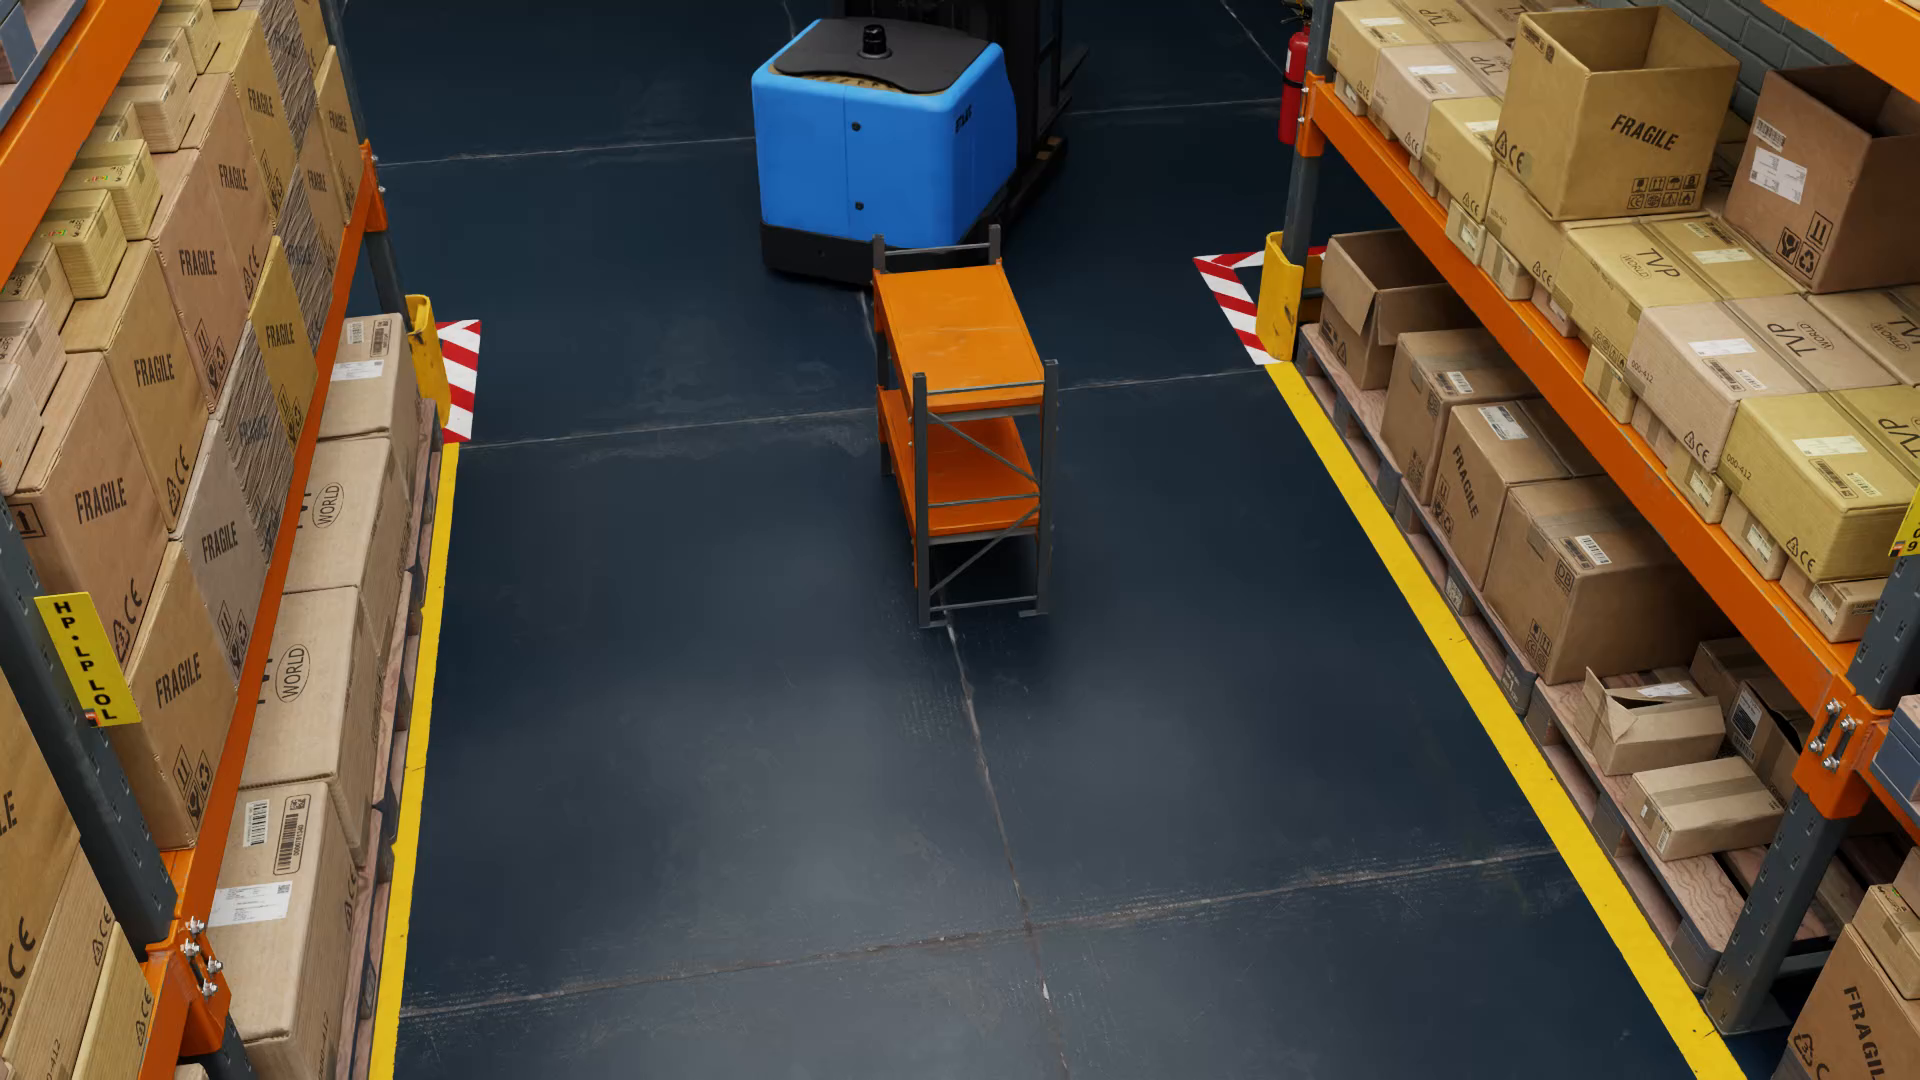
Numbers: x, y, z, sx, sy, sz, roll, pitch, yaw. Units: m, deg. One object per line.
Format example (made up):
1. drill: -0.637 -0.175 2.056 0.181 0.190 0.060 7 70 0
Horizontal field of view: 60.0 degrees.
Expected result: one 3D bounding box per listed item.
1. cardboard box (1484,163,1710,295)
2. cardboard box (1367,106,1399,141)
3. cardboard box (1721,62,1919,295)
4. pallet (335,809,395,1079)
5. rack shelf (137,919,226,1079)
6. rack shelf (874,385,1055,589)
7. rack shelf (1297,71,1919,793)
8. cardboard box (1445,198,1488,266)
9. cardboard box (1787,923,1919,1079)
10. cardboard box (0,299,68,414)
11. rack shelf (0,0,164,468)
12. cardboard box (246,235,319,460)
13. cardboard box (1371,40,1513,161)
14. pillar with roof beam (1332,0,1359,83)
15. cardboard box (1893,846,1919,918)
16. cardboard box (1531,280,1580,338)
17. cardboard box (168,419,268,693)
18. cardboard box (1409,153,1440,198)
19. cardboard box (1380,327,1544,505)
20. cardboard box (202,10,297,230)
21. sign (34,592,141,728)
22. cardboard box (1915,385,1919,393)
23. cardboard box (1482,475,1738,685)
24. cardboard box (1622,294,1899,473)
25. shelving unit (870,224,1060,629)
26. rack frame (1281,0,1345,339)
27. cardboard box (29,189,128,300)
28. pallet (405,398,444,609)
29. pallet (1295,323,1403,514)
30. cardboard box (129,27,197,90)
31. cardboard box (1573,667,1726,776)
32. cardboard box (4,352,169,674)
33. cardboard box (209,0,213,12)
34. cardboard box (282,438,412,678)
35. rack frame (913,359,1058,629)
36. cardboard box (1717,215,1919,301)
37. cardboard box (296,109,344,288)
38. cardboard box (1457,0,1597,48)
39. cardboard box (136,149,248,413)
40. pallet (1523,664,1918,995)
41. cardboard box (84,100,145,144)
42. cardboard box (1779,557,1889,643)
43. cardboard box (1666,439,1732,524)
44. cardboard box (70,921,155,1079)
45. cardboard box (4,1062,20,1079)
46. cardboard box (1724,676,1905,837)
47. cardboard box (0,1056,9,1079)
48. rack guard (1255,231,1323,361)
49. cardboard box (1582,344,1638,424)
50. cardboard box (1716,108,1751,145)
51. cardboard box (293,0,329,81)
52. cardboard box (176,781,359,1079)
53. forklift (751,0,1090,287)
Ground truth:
1. cardboard box: 2.116 -1.071 5.563 0.500 0.250 0.500 -7 38 -9
2. cardboard box: 1.888 -1.757 6.771 0.380 0.149 0.250 -5 38 -7
3. cardboard box: 2.712 -1.099 4.988 0.500 0.500 0.500 -7 38 -9
4. pallet: -2.231 1.353 4.836 1.003 0.211 1.213 -6 38 -8
5. rack shelf: -1.824 2.212 2.044 1.077 0.370 4.000 -6 38 -8
6. rack shelf: -0.001 -0.255 6.560 0.538 0.278 1.000 -6 38 -8
7. rack shelf: 2.361 -0.740 5.844 1.077 0.370 4.000 -6 38 -8
8. cardboard box: 1.975 -1.122 5.954 0.380 0.149 0.250 -7 38 -9
9. cardboard box: 2.575 1.321 4.300 0.500 0.500 0.500 -5 38 -6
10. cardboard box: -2.035 -0.342 3.321 0.380 0.149 0.250 -6 38 -7
11. rack shelf: -2.525 -1.389 4.234 1.077 0.370 4.000 -6 38 -8
12. cardboard box: -2.254 -0.548 4.929 0.500 0.500 0.500 -5 38 -7
13. cardboard box: 1.913 -1.683 6.351 0.500 0.250 0.500 -6 38 -7
14. pillar with roof beam: -1.813 -5.864 6.963 9.100 9.000 0.400 -6 38 -8
15. cardboard box: 2.572 0.870 4.109 0.380 0.149 0.250 -7 38 -9
16. cardboard box: 2.154 -0.817 5.561 0.380 0.149 0.250 -6 38 -8
17. cardboard box: -2.083 0.064 4.141 0.500 0.500 0.500 -6 38 -8
18. cardboard box: 1.952 -1.442 6.366 0.380 0.149 0.250 -5 38 -7
19. cardboard box: 2.136 -0.511 6.658 0.700 0.500 0.500 -5 38 -6
20. cardboard box: -2.353 -1.253 5.022 0.500 0.500 0.500 -6 38 -8
21. sign: -1.642 0.229 3.130 0.100 0.325 0.005 -6 38 -8
22. cardboard box: 2.891 -0.203 4.446 0.500 0.250 0.500 -7 38 -8
23. cardboard box: 2.318 0.116 5.851 0.700 0.500 0.500 -8 38 -10
24. cardboard box: 2.280 -0.457 4.773 0.500 0.250 0.500 -6 38 -8
25. shelving unit: -0.001 -0.448 6.410 0.538 1.125 1.048 -6 38 -8
26. rack frame: 2.010 -2.232 7.179 1.000 3.000 0.127 -6 38 -8
27. cardboard box: -2.105 -0.649 3.715 0.380 0.149 0.250 -6 38 -8
28. pallet: -2.659 -0.121 6.733 1.003 0.211 1.213 -6 38 -8
29. pallet: 2.164 -0.604 7.355 1.003 0.211 1.213 -6 38 -8
30. cardboard box: -2.311 -1.266 4.510 0.380 0.149 0.250 -5 38 -6
31. cardboard box: 2.262 0.577 5.449 0.396 0.266 0.258 -5 38 -6
32. cardboard box: -2.020 -0.028 3.445 0.500 0.500 0.500 -6 38 -8
33. cardboard box: -2.440 -1.572 4.903 0.380 0.149 0.250 -7 38 -8
34. cardboard box: -2.493 0.089 5.936 0.875 0.438 0.875 -5 38 -7
35. rack frame: 0.088 -0.141 6.015 0.500 1.125 0.032 -6 38 -8
36. cardboard box: 2.707 -0.817 5.236 0.500 0.250 0.500 -5 38 -7
37. cardboard box: -2.458 -1.168 5.727 0.500 0.500 0.500 -7 38 -9
38. cardboard box: 2.352 -2.041 6.812 0.500 0.250 0.500 -5 38 -7
39. cardboard box: -2.181 -0.645 4.238 0.500 0.500 0.500 -6 38 -7
40. pallet: 2.592 0.870 5.458 1.003 0.211 1.213 -6 38 -8
41. cardboard box: -2.248 -0.955 4.110 0.380 0.149 0.250 -6 38 -8
42. cardboard box: 2.407 0.117 4.359 0.380 0.149 0.250 -6 38 -7
43. cardboard box: 2.271 -0.192 4.757 0.380 0.149 0.250 -5 38 -7
44. cardboard box: -1.848 1.023 3.111 0.500 0.250 0.500 -7 38 -9
45. cardboard box: -1.763 1.123 2.575 0.500 0.250 0.500 -5 38 -7
46. cardboard box: 2.828 0.655 5.311 0.500 0.311 0.500 -5 38 -6
47. cardboard box: -1.751 0.840 2.327 0.500 0.500 0.500 -6 38 -7
48. rack guard: 2.024 -1.199 7.886 1.175 0.500 0.348 -6 38 -8
49. cardboard box: 2.179 -0.505 5.159 0.380 0.149 0.250 -7 38 -9
50. cardboard box: 2.524 -1.430 6.026 0.500 0.250 0.500 -5 38 -7
51. cardboard box: -2.557 -1.865 5.809 0.500 0.500 0.500 -5 38 -6
52. cardboard box: -2.179 1.175 4.539 0.875 0.438 0.875 -7 38 -9
53. forklift: -0.026 -3.253 8.548 1.130 2.935 3.031 13 40 16
